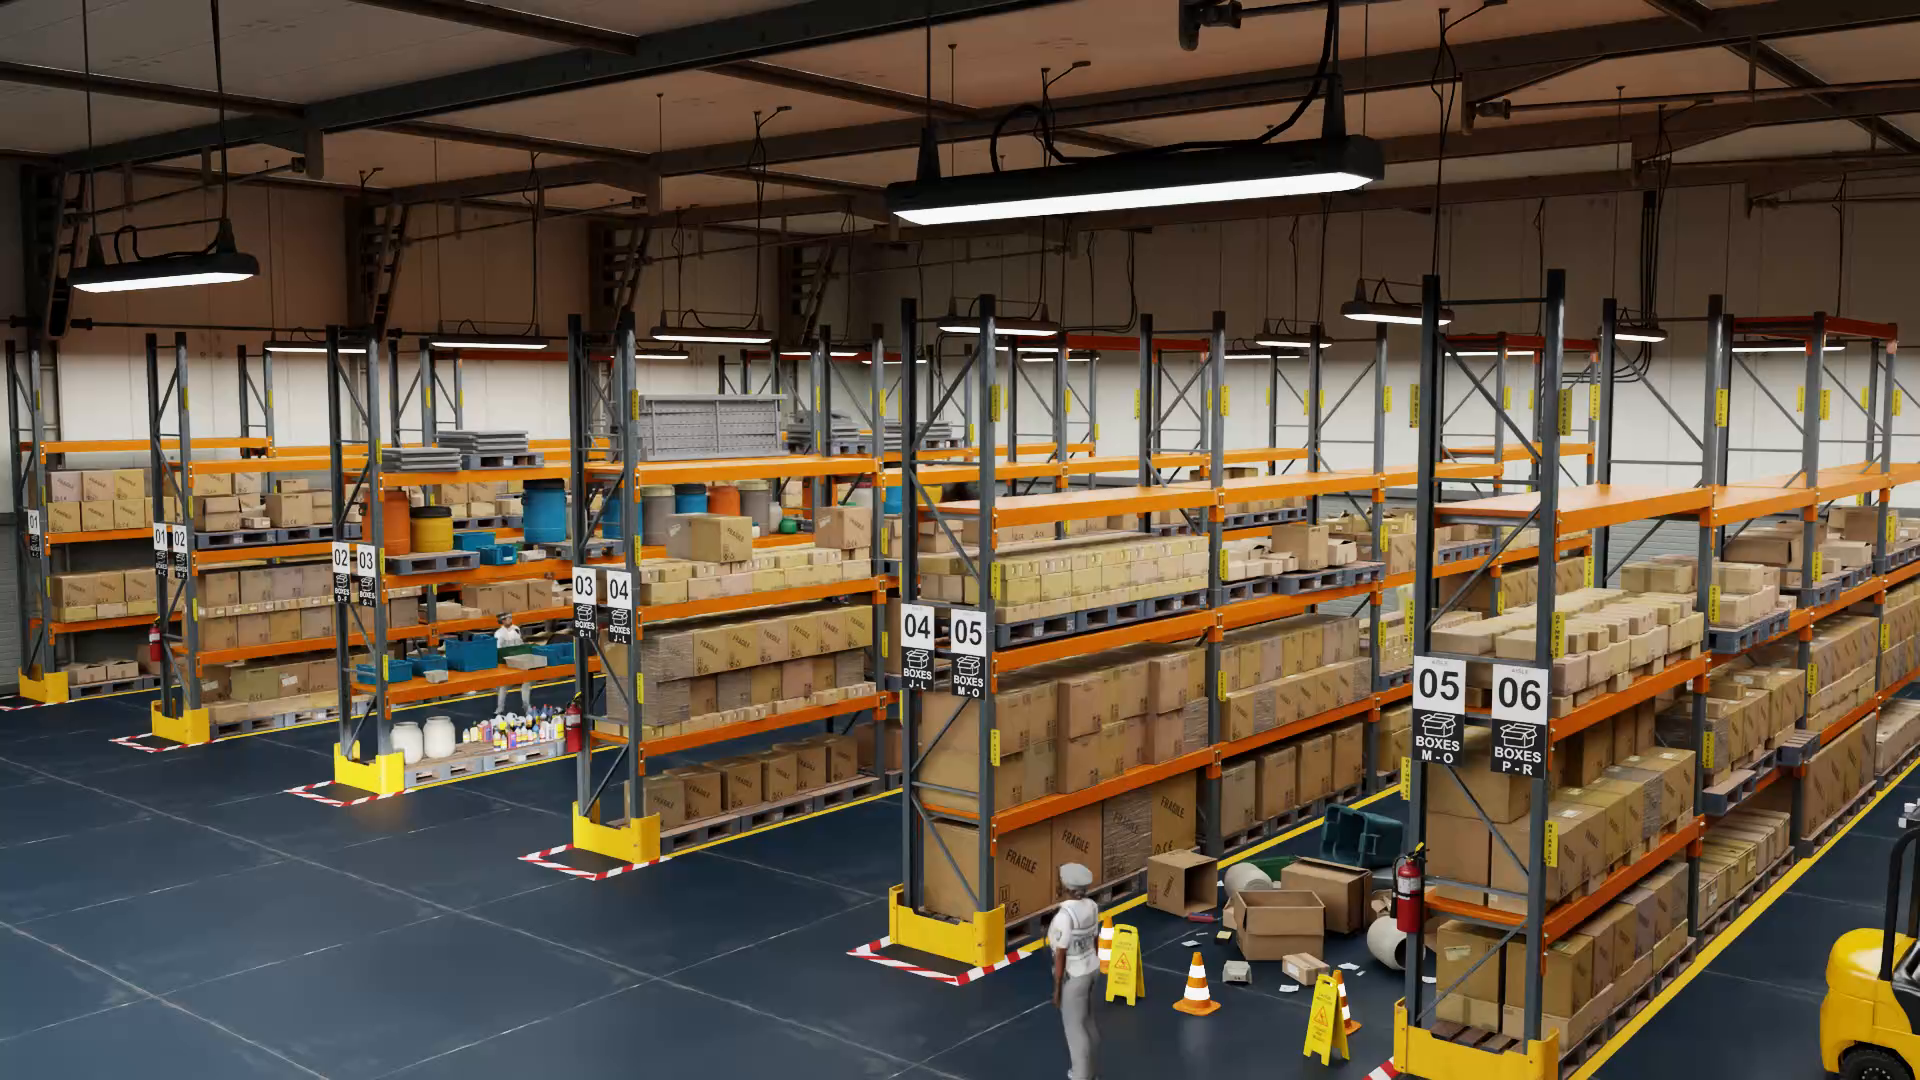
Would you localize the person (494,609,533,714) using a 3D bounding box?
[{"bbox_3d":[-7.153,1.957,26.609,0.630,1.717,0.481,-4,6,-35],"label":"person"}]

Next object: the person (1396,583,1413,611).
[{"bbox_3d":[8.840,1.390,32.818,0.796,1.651,0.487,2,5,16],"label":"person"}]

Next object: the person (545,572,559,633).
[{"bbox_3d":[-8.133,1.381,33.180,0.347,1.621,0.479,3,6,33],"label":"person"}]

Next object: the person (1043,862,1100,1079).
[{"bbox_3d":[0.840,3.221,12.267,0.401,1.696,0.487,3,6,27],"label":"person"}]
